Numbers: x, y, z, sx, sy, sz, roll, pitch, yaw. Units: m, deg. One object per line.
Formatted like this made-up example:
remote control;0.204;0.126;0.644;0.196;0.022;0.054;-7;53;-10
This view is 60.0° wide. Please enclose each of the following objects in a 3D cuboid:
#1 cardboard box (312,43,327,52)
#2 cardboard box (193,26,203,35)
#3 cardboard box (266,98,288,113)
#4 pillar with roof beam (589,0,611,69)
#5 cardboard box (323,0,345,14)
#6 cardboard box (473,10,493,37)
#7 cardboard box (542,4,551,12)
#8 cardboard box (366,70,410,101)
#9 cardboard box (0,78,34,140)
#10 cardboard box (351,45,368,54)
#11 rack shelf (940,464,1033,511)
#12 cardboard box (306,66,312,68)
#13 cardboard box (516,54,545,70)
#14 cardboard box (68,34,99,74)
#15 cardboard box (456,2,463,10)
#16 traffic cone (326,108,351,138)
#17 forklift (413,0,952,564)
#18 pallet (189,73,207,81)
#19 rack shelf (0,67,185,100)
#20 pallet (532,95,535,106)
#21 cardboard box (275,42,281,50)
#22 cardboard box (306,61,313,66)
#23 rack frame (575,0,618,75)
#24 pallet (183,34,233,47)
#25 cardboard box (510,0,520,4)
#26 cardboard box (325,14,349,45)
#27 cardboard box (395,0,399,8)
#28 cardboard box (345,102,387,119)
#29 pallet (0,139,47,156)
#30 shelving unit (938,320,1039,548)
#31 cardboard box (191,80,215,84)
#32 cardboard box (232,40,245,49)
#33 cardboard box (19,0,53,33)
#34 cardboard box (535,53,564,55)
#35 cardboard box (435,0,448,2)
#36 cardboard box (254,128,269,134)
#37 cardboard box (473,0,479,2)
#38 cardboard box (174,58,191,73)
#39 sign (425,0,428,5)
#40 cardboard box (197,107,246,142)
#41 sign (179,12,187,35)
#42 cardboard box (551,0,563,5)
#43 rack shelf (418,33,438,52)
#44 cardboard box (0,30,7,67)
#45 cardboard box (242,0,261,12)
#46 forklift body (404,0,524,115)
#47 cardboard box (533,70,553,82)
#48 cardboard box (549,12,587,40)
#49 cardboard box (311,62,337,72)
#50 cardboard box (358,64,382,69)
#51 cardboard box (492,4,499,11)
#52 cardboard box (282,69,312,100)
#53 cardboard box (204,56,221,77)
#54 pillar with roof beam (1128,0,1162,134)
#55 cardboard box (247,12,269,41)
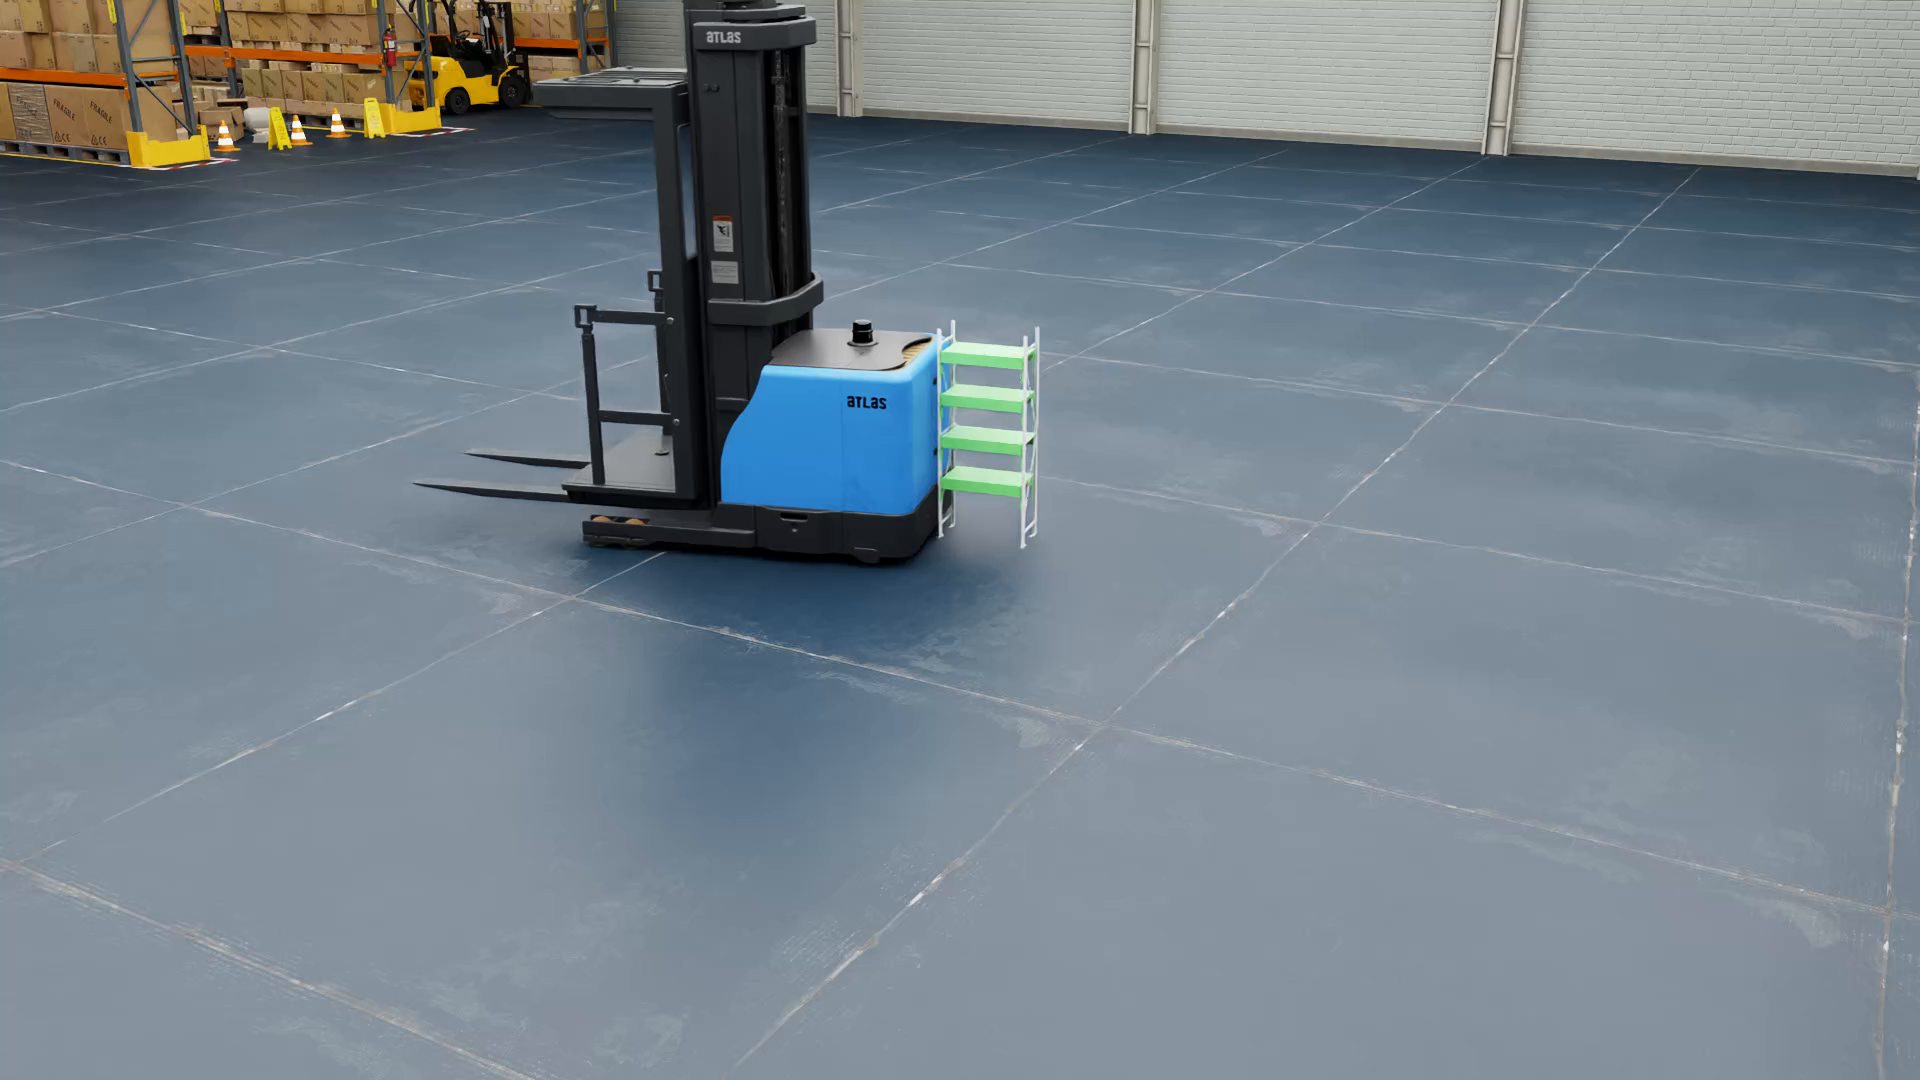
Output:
cardboard box;-11.149;-8.664;29.220;0.250;0.149;0.380;11;22;27
cardboard box;-13.865;-9.389;30.602;0.250;0.149;0.380;10;22;26
cardboard box;-12.205;-7.898;30.156;0.500;0.250;0.500;12;23;30
pillar with roof beam;-9.418;-11.993;29.231;0.400;9.000;9.100;11;23;27
cardboard box;-10.558;-9.355;28.708;0.500;0.500;0.700;11;23;28
cardboard box;-9.477;-10.465;33.671;0.500;0.500;0.500;11;22;27
cardboard box;-8.024;-10.492;32.791;0.250;0.149;0.380;11;23;28
cardboard box;-10.158;-8.070;29.529;0.500;0.500;0.500;10;22;26
cardboard box;-14.871;-6.840;26.323;0.875;0.875;0.875;11;23;28
cardboard box;-10.274;-8.482;28.716;0.250;0.149;0.380;10;22;27
rack shelf;0.155;-0.298;9.319;0.480;0.148;0.258;7;21;18
cardboard box;-11.968;-8.412;30.473;0.500;0.500;0.500;11;23;28
cardboard box;-8.599;-9.593;33.362;0.500;0.250;0.500;11;23;28
cardboard box;-12.731;-7.305;24.885;0.550;0.550;0.875;11;23;27
cardboard box;-10.025;-10.879;33.858;0.250;0.149;0.380;11;23;27
traffic cone;-10.572;-7.087;28.224;0.334;0.463;0.336;11;23;27
forklift;-1.620;-1.495;9.187;3.031;2.935;1.130;4;20;12
pallet;-18.226;-10.869;39.021;1.213;0.211;1.003;11;23;27
rack shelf;-13.640;-7.096;25.583;4.000;0.370;1.077;11;23;27
pallet;-7.838;-8.874;33.520;1.213;0.211;1.003;11;23;27
cardboard box;-12.002;-8.843;29.713;0.250;0.149;0.380;11;23;27
cardboard box;-14.609;-10.429;36.768;0.500;0.500;0.500;12;23;29
rack frame;-7.150;-10.070;32.728;0.127;3.000;1.000;11;23;27
pallet;-13.656;-9.337;30.989;1.213;0.211;1.003;11;23;27
cardboard box;-8.729;-10.741;33.044;0.250;0.149;0.380;11;23;28
cardboard box;-10.611;-8.872;28.841;0.500;0.500;0.500;11;23;27
cardboard box;-11.765;-11.176;34.679;0.250;0.149;0.380;10;22;26
cardboard box;-10.426;-7.555;29.211;0.500;0.250;0.500;11;23;27
pallet;-14.760;-6.306;26.440;1.213;0.211;1.003;11;23;27
shelving unit;0.155;-0.584;9.215;0.503;1.200;0.258;7;21;18
cardboard box;-14.756;-8.539;31.746;0.625;0.372;0.950;12;23;29
cardboard box;-12.941;-8.991;30.122;0.250;0.149;0.380;11;23;27
cardboard box;-13.673;-8.000;25.217;0.500;0.550;0.875;11;23;27
cardboard box;-8.347;-9.750;33.795;0.500;0.250;0.500;11;22;27
cardboard box;-10.509;-11.086;33.994;0.250;0.149;0.380;11;23;28
cardboard box;-11.697;-6.868;28.082;0.380;0.149;0.250;-11;23;-29
cardboard box;-9.595;-10.921;33.539;0.250;0.149;0.380;10;22;26
cardboard box;-18.088;-11.180;39.113;0.500;0.311;0.500;12;23;29
sign;-10.899;-11.079;33.928;0.005;0.325;0.100;11;23;27
cardboard box;-12.336;-6.957;27.806;0.637;0.503;0.797;-4;20;-10
sign;-11.618;-7.710;24.835;0.005;0.325;0.100;11;23;27
cardboard box;-7.796;-10.591;32.628;0.250;0.149;0.380;11;23;27
rack shelf;-12.389;-10.730;35.601;4.000;0.370;1.077;11;23;27
cardboard box;-14.567;-7.695;25.959;0.550;0.550;0.875;11;23;27
cardboard box;-12.346;-9.685;29.616;0.500;0.500;0.700;11;23;28
forklift body;-9.696;-9.444;32.245;1.214;2.155;2.313;11;23;27
cardboard box;-8.160;-9.285;33.245;0.500;0.250;0.500;11;22;27
cardboard box;-7.708;-10.121;32.721;0.500;0.500;0.500;10;22;26
cardboard box;-11.195;-8.338;29.318;0.250;0.149;0.380;12;23;30
cardboard box;-12.435;-10.156;35.830;0.625;0.625;0.875;10;22;25
cardboard box;-9.152;-10.693;33.347;0.250;0.149;0.380;10;22;26
cardboard box;-11.752;-8.164;29.789;0.500;0.500;0.500;12;23;30
cardboard box;-16.844;-10.855;37.942;0.500;0.500;0.500;10;22;27
pillar with roof beam;1.058;-9.997;23.729;0.400;9.000;9.100;11;23;27
cardboard box;-12.362;-9.211;29.777;0.500;0.500;0.500;11;23;27
